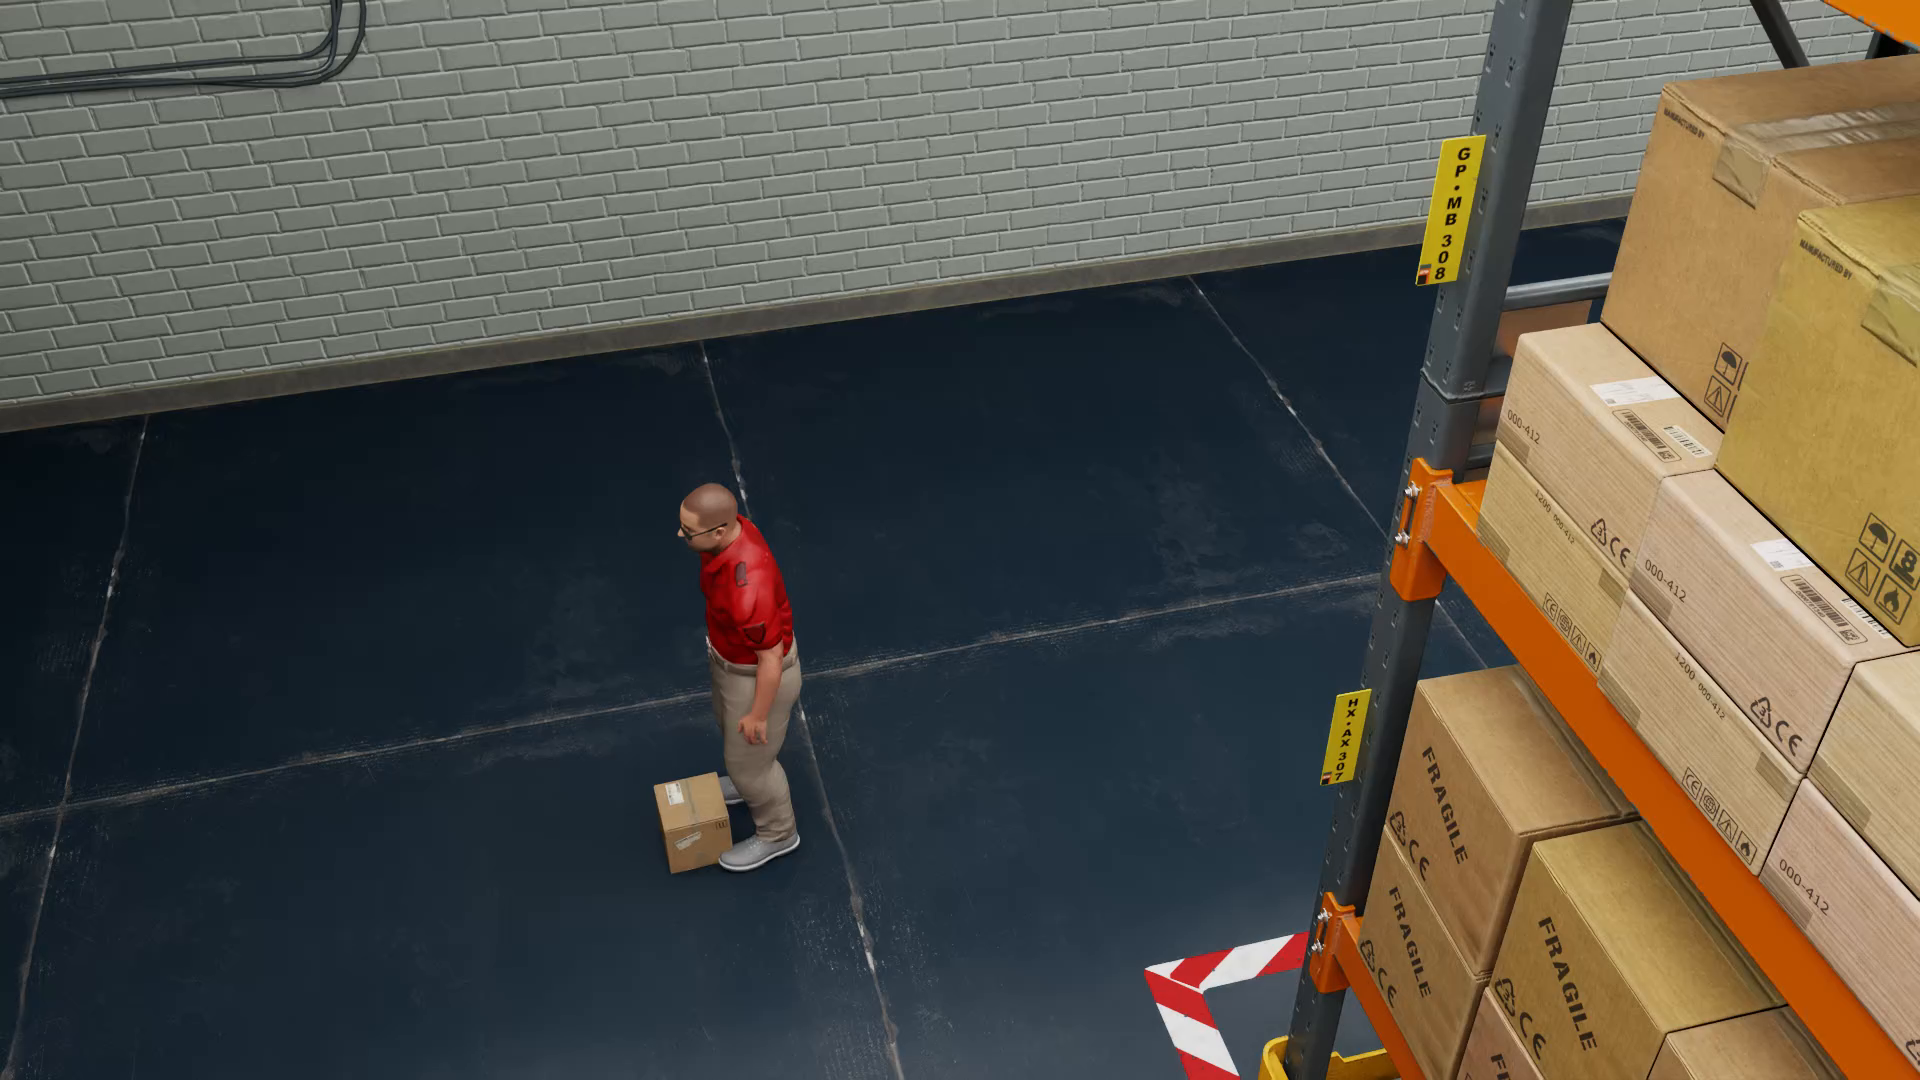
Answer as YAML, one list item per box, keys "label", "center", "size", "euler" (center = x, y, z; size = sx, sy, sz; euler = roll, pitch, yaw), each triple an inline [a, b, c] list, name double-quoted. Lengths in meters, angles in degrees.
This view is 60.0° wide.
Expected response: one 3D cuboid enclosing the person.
- label: "person"
  center: [-0.796, 0.478, 6.113]
  size: [0.393, 1.726, 0.605]
  euler: [-12, 39, -15]
